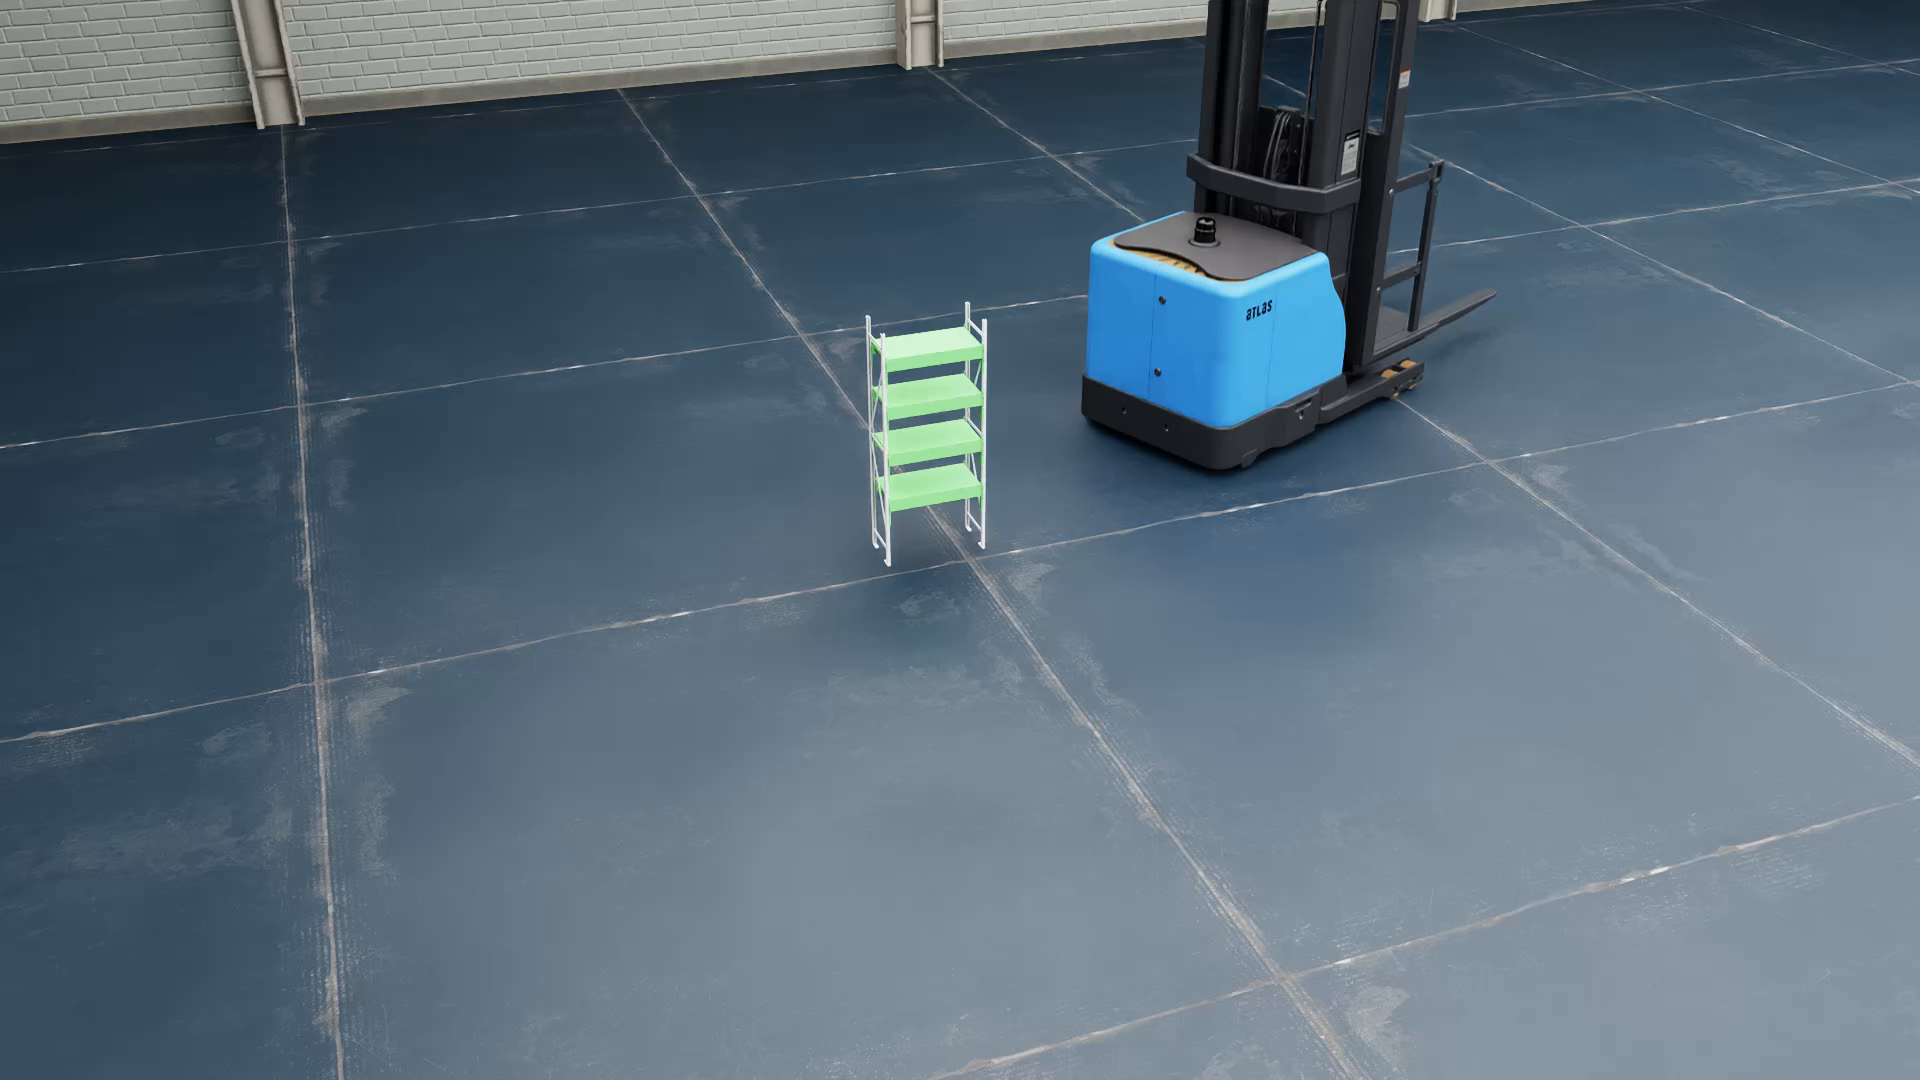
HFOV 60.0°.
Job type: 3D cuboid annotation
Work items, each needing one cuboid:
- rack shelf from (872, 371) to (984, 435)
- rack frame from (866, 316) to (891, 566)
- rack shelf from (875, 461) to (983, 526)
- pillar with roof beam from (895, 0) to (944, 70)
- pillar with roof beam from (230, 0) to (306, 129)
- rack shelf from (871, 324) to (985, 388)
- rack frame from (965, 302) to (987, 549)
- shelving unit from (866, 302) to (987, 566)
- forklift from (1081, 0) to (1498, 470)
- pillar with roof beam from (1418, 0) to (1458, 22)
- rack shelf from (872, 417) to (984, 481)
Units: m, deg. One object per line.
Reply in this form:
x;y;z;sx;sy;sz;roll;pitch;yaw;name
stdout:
-0.155;-0.646;7.816;0.480;0.148;0.258;-10;31;-18;rack shelf
-0.384;-0.451;7.829;0.015;1.200;0.240;-10;31;-18;rack frame
-0.155;-0.229;8.053;0.480;0.148;0.258;-10;31;-18;rack shelf
1.102;-6.653;10.837;0.400;9.000;9.100;-10;31;-18;pillar with roof beam
-4.521;-5.618;9.020;0.400;9.000;9.100;-10;31;-18;pillar with roof beam
-0.155;-0.854;7.697;0.480;0.148;0.258;-10;31;-18;rack shelf
0.074;-0.535;7.977;0.015;1.200;0.240;-10;31;-18;rack frame
-0.155;-0.493;7.903;0.503;1.200;0.258;-10;31;-18;shelving unit
2.097;-2.263;9.262;3.031;2.935;1.130;-25;38;-37;forklift
6.726;-7.689;12.655;0.400;9.000;9.100;-10;31;-18;pillar with roof beam
-0.155;-0.437;7.934;0.480;0.148;0.258;-10;31;-18;rack shelf
